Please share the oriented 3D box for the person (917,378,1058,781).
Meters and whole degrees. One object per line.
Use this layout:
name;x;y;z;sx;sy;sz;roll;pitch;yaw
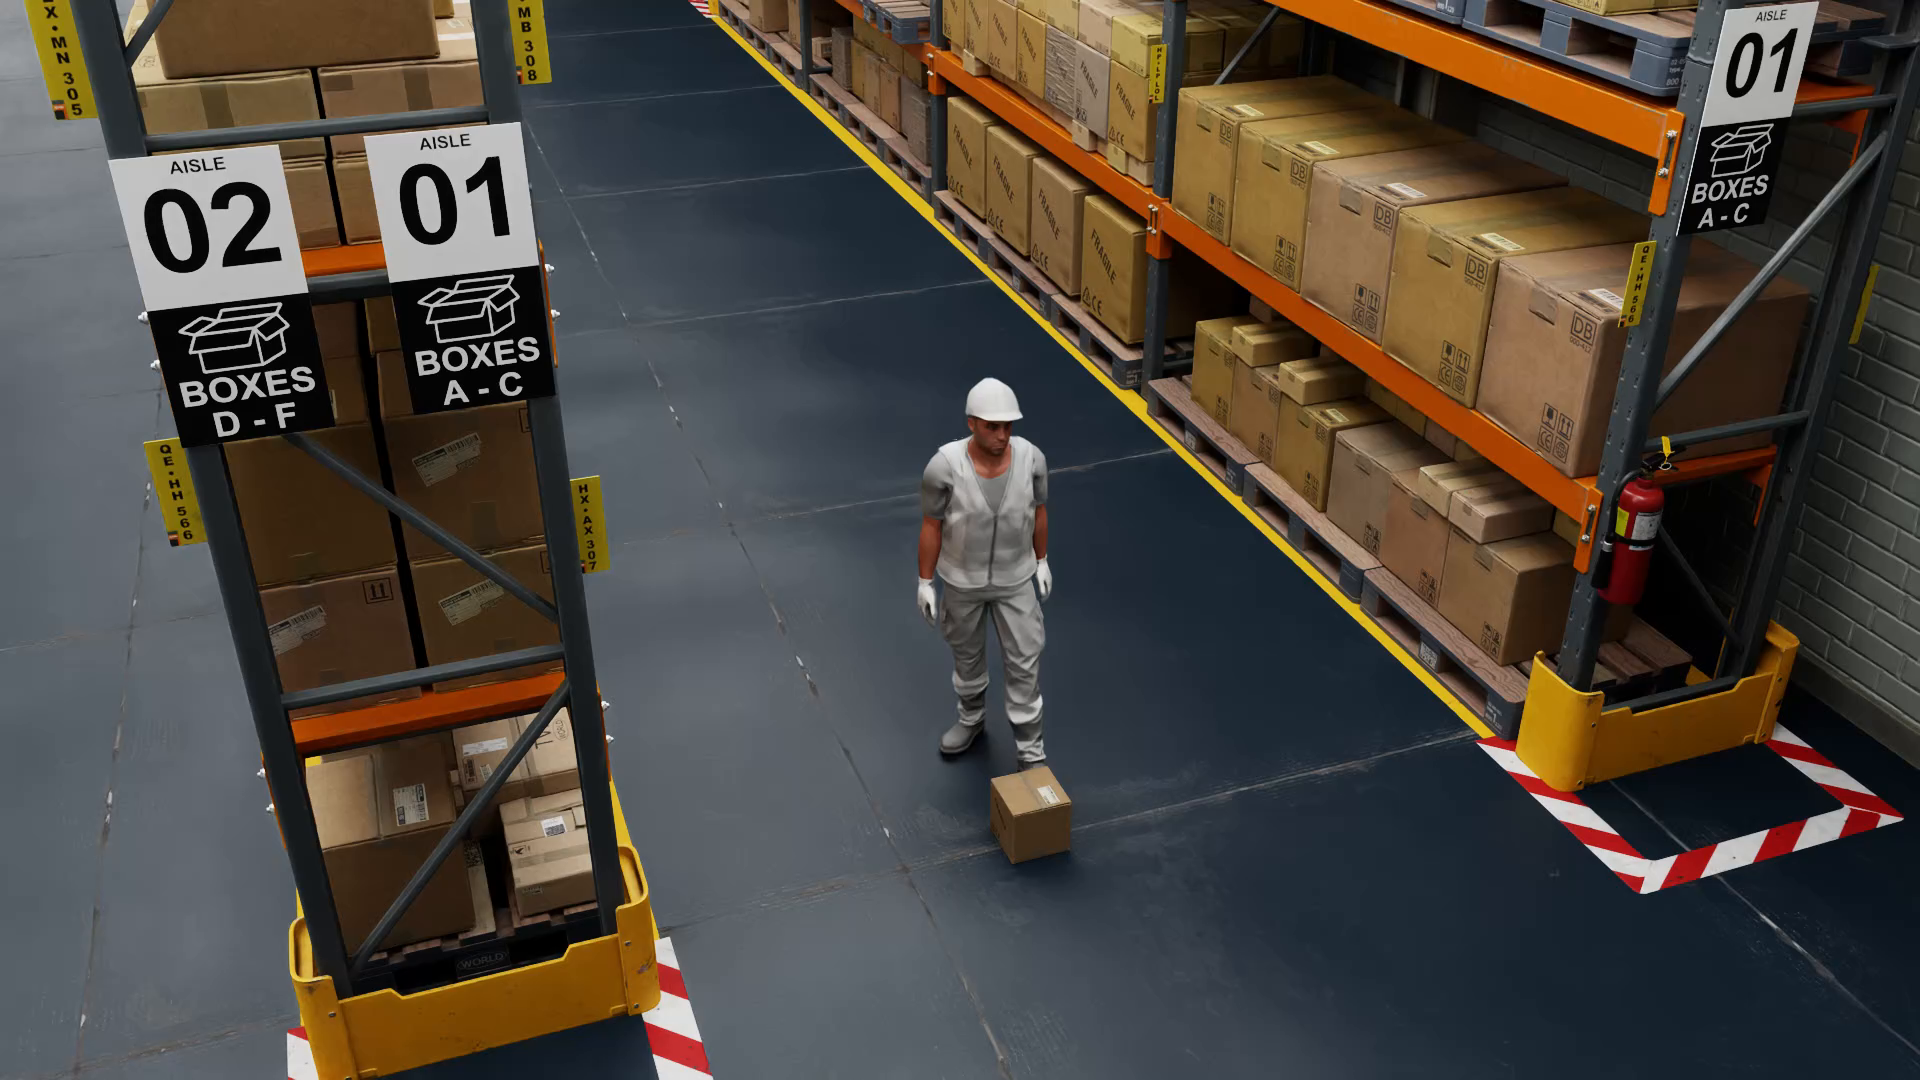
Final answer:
person;0.114;0.193;6.748;0.579;1.782;0.624;-3;30;-6
